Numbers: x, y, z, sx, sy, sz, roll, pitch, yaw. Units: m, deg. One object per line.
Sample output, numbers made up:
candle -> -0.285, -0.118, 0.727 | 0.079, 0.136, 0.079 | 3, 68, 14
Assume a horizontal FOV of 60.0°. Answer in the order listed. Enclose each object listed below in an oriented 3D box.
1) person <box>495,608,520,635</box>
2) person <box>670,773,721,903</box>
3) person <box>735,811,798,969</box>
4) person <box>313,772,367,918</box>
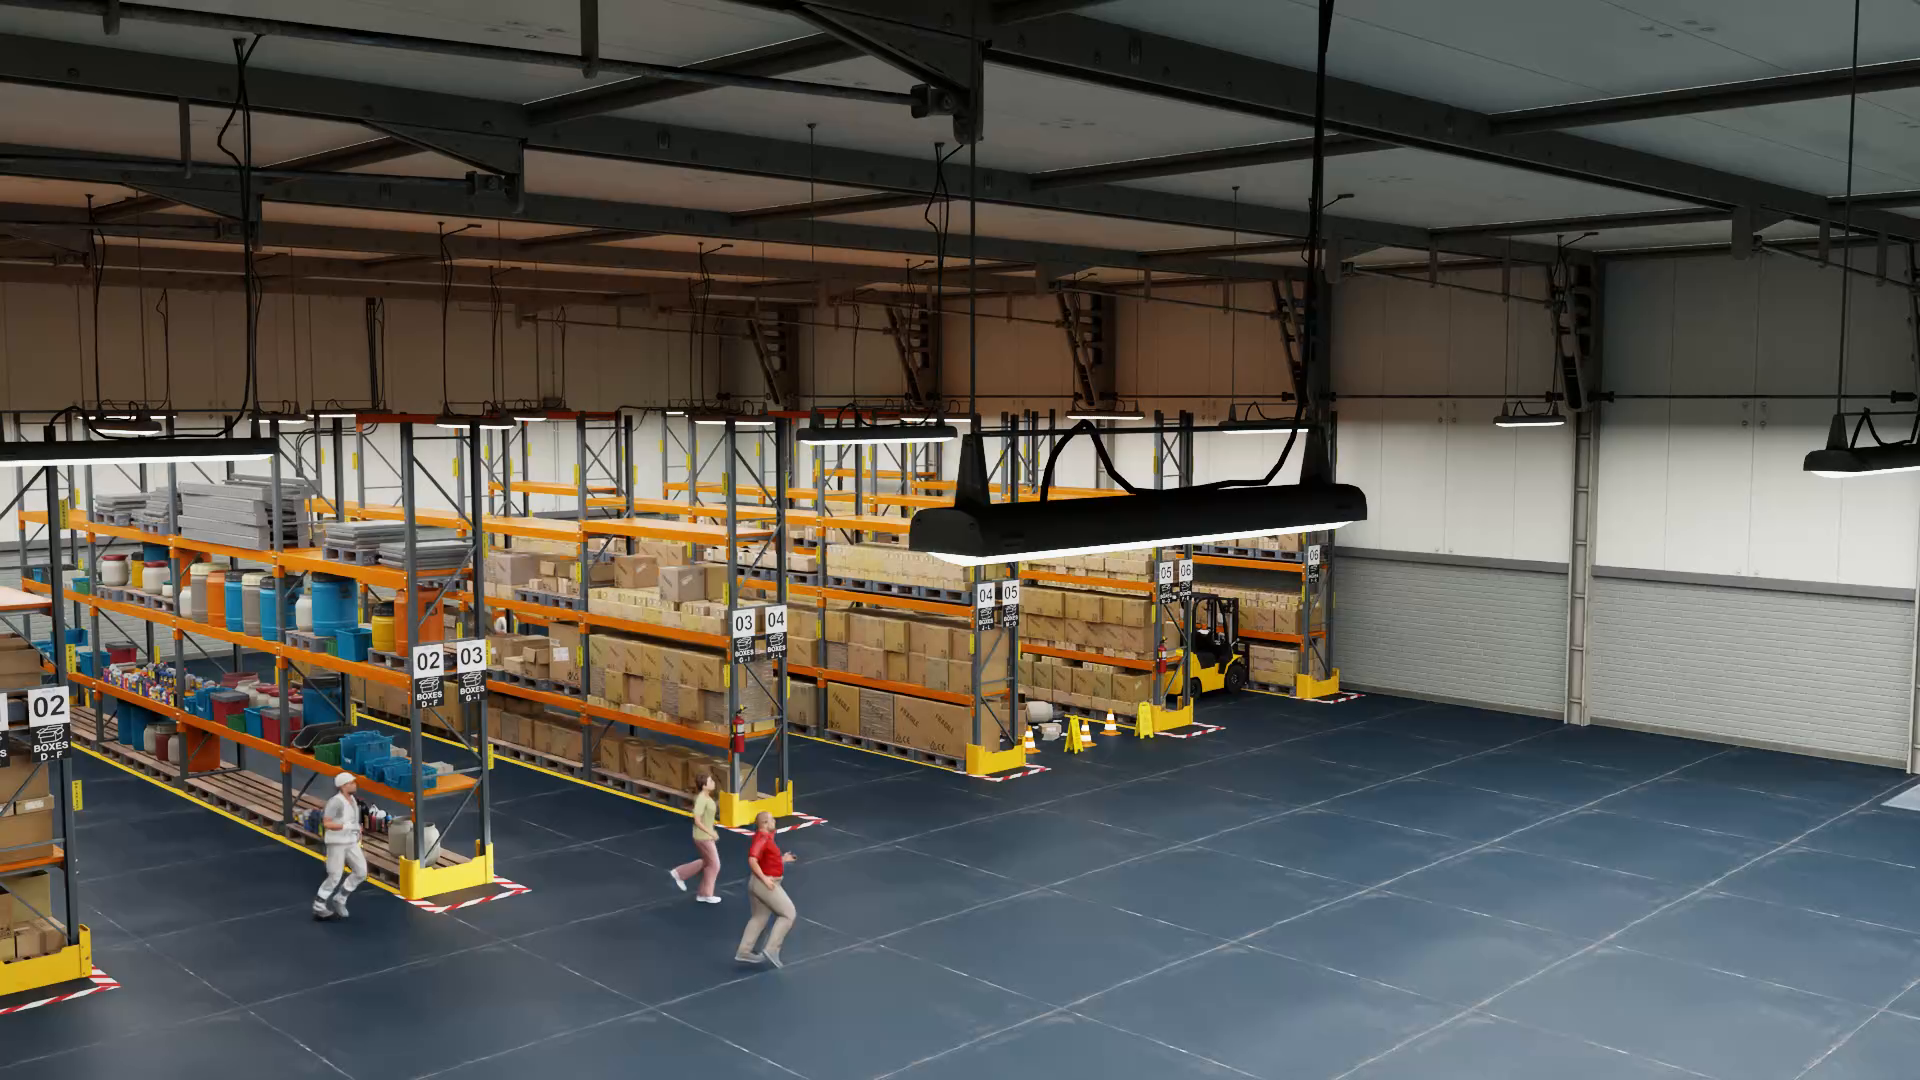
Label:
person -> -9.781, 2.284, 36.089 | 0.674, 1.801, 0.934 | -4, 7, -41
person -> -3.308, 3.721, 20.760 | 0.623, 1.654, 0.594 | -1, 5, -9
person -> -2.131, 3.887, 18.472 | 0.744, 1.770, 0.634 | -2, 5, -22
person -> -7.472, 3.707, 20.251 | 0.645, 1.757, 0.659 | 2, 5, 18
